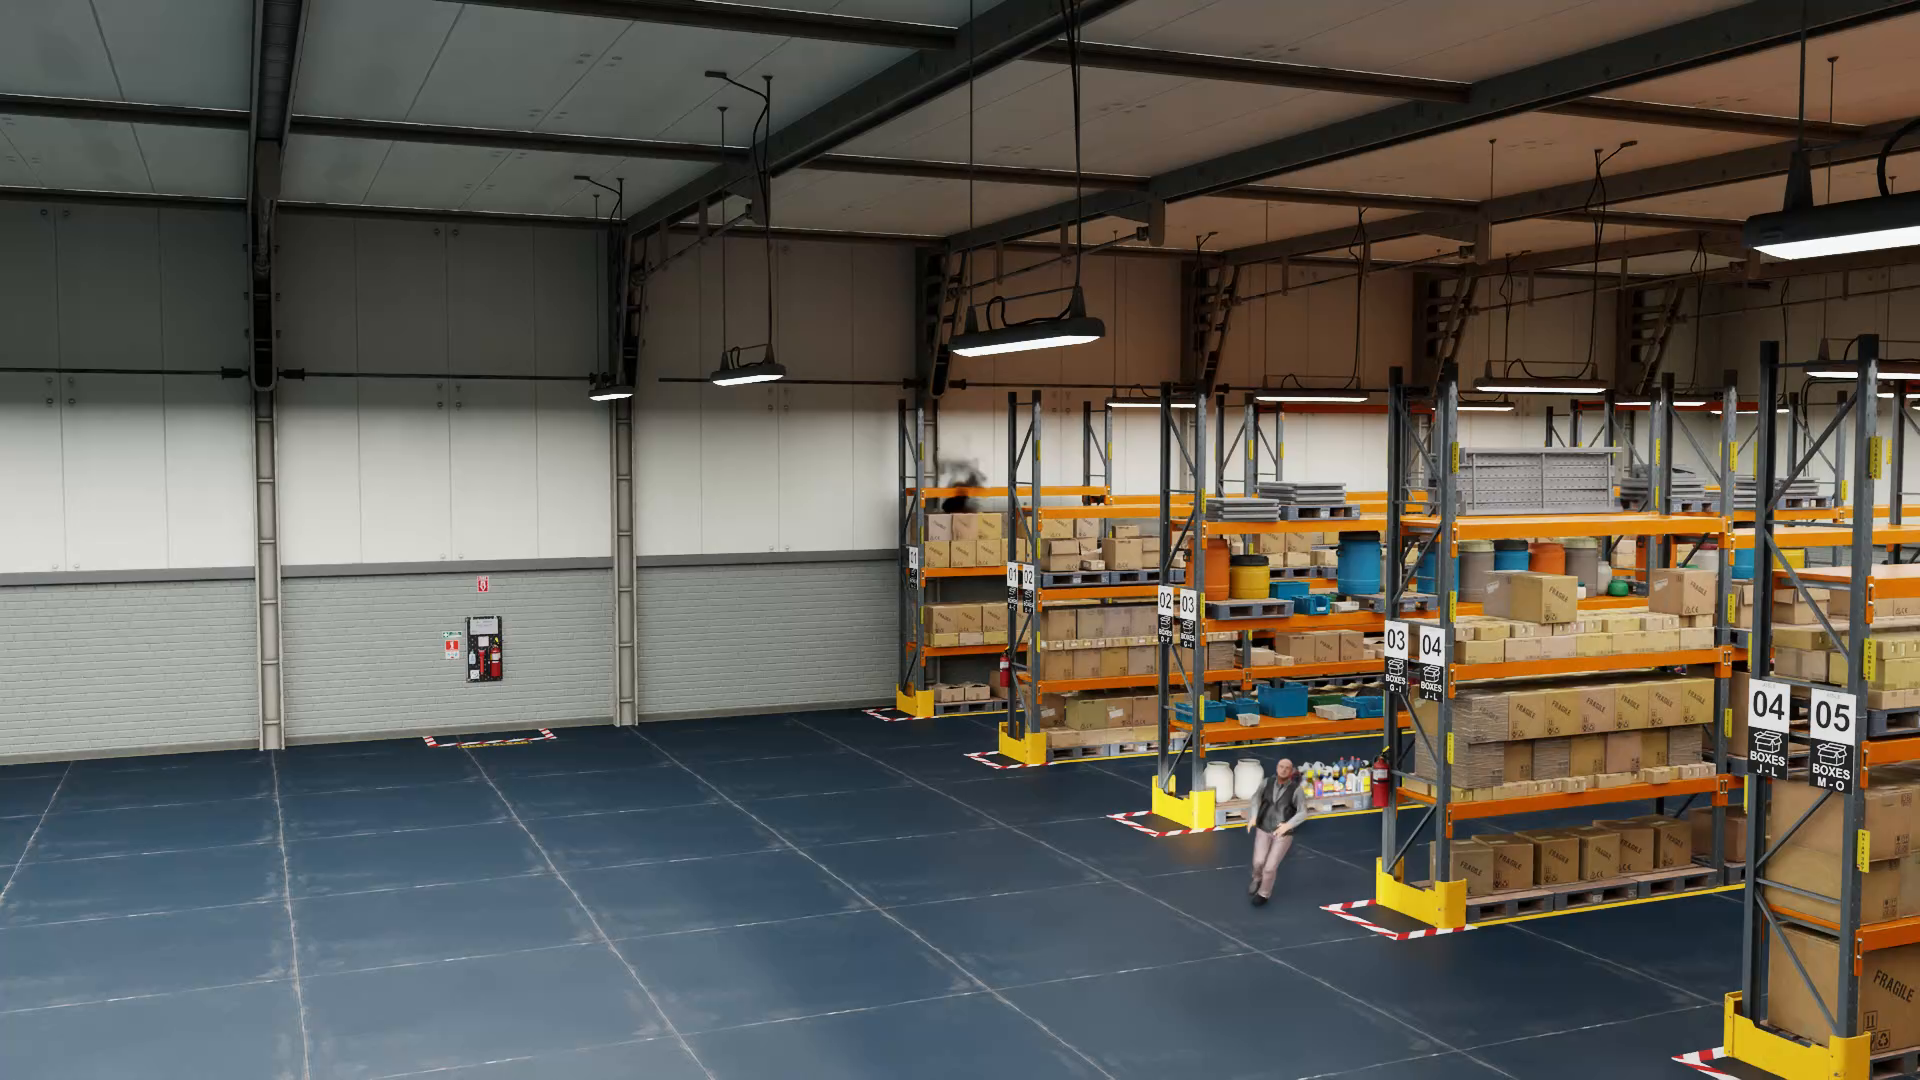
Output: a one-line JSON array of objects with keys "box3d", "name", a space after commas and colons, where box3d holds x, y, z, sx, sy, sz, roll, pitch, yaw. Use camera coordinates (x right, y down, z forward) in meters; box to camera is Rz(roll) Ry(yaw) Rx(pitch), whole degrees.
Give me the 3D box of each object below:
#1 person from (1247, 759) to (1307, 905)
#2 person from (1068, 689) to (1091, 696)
[{"box3d": [3.500, 3.254, 18.438, 0.674, 1.651, 0.578, 1, 4, 23], "name": "person"}, {"box3d": [2.110, 2.611, 29.491, 0.540, 1.656, 0.608, -3, 4, -39], "name": "person"}]
